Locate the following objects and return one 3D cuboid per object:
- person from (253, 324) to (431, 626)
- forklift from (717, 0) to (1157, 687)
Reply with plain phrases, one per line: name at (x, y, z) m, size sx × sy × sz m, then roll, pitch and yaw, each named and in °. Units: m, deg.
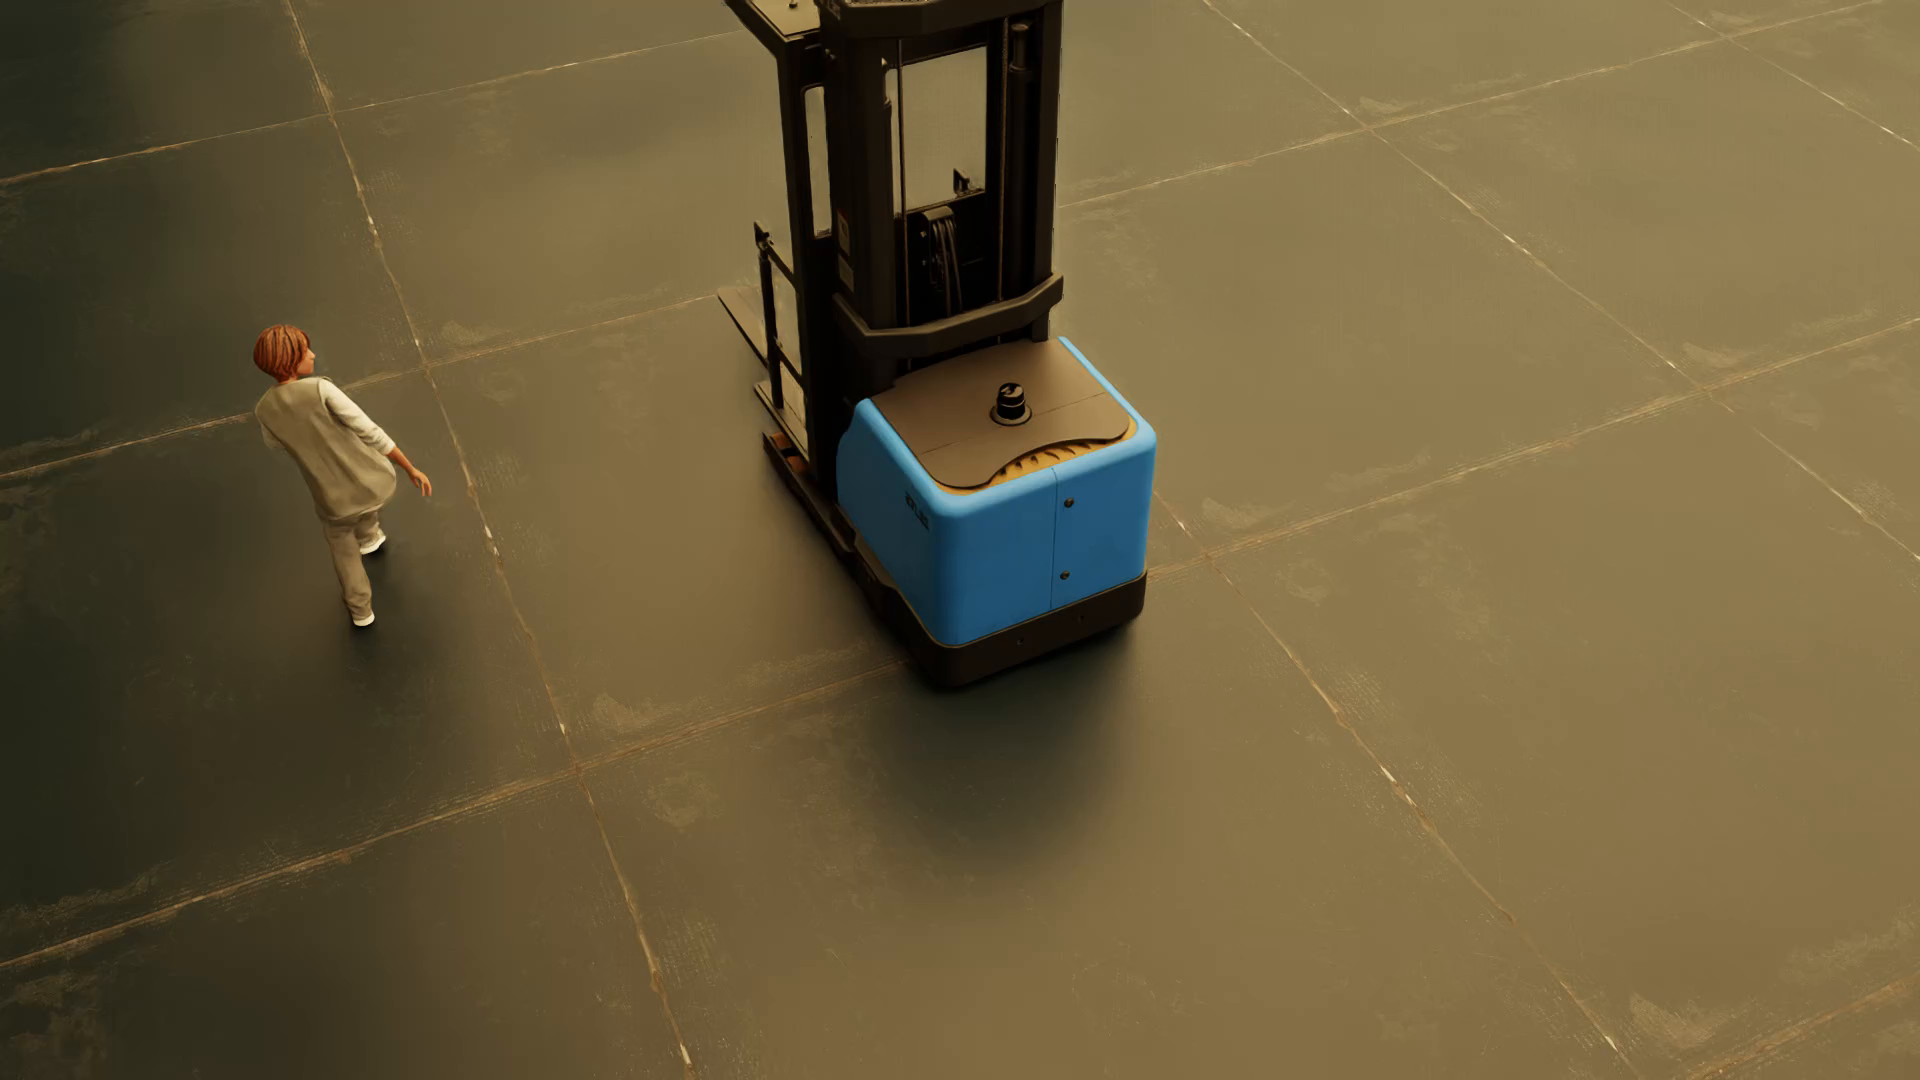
person at (-2.623, -0.342, 7.175) m, size 0.636 × 1.421 × 0.688 m, roll -12°, pitch 44°, yaw -12°
forklift at (-0.312, -1.452, 7.236) m, size 1.130 × 2.935 × 3.031 m, roll -20°, pitch 46°, yaw -20°
